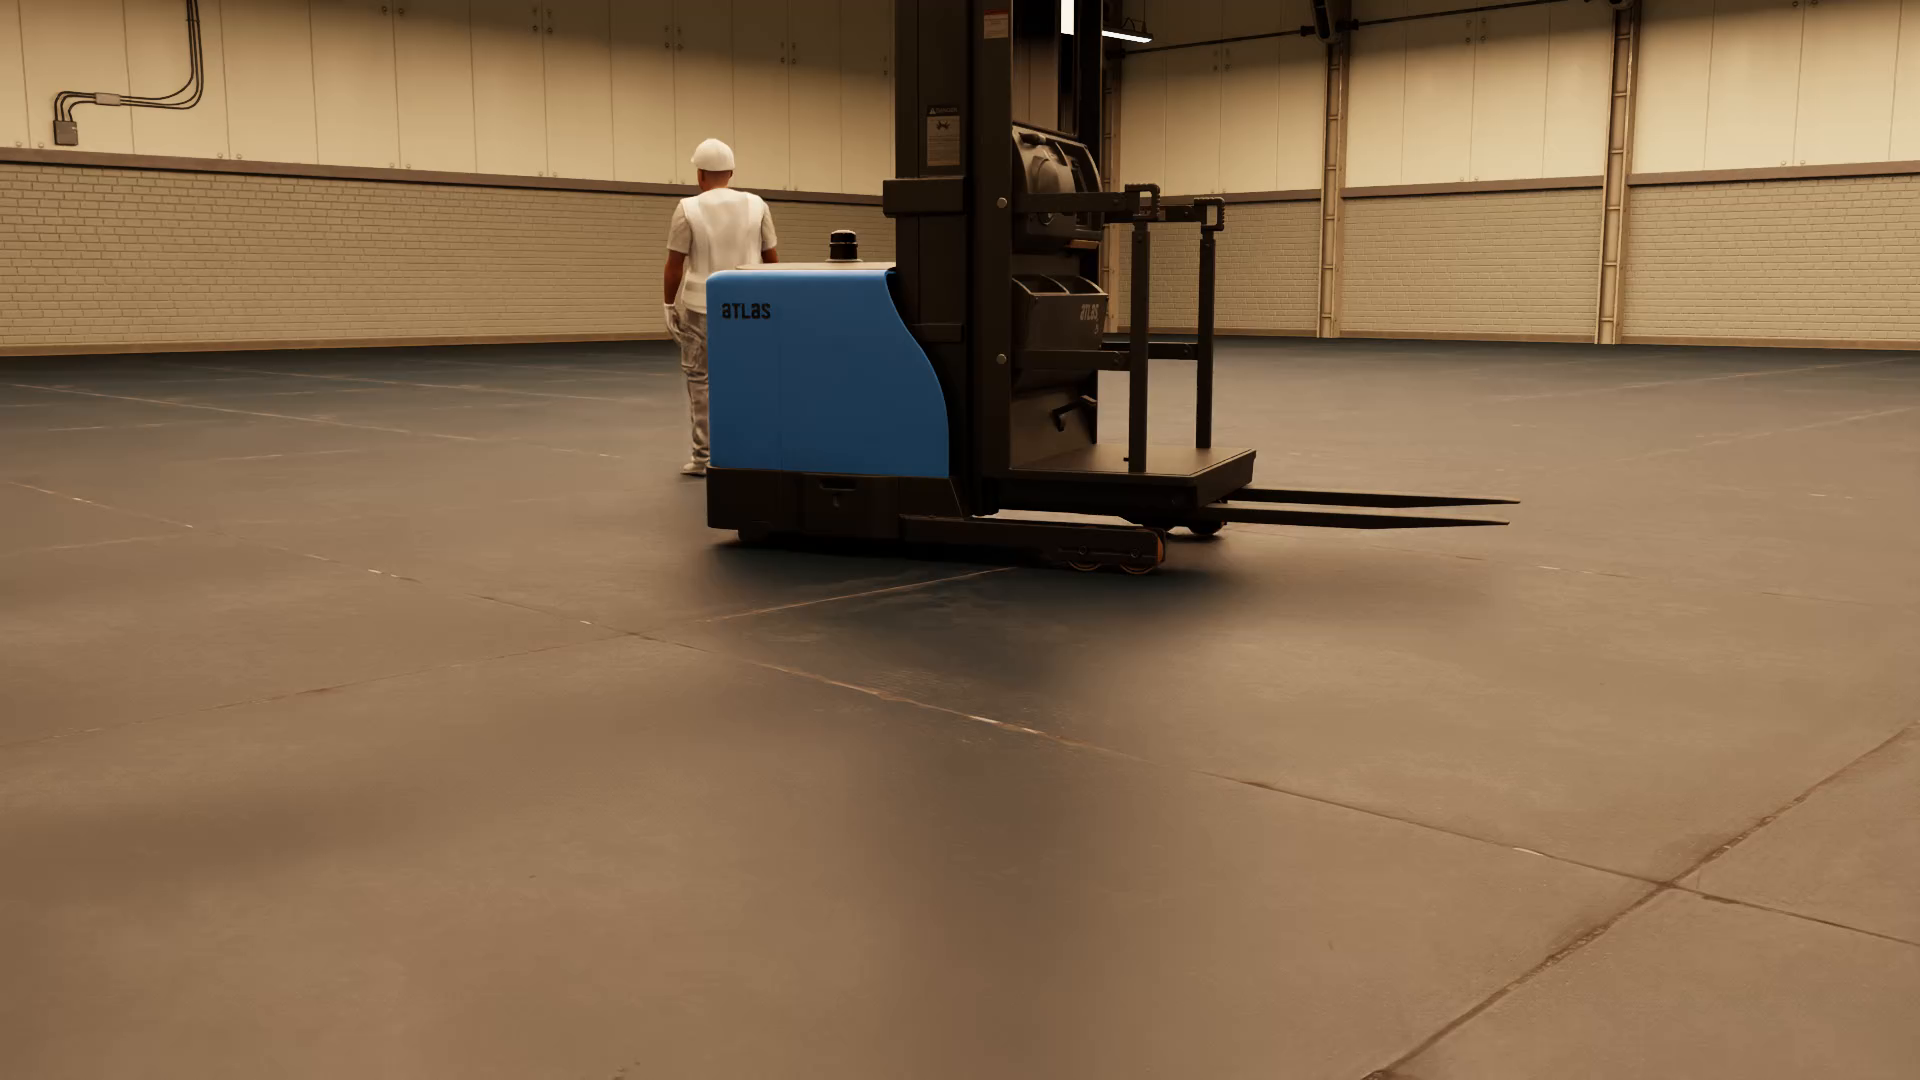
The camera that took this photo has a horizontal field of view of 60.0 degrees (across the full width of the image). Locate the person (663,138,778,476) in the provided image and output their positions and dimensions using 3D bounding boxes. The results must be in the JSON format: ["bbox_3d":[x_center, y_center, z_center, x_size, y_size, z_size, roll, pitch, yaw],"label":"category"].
[{"bbox_3d":[-1.296,-1.235,8.954,0.650,1.795,0.503,-4,9,-25],"label":"person"}]

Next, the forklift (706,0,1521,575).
[{"bbox_3d":[0.565,-1.416,6.275,3.031,2.935,1.130,3,9,22],"label":"forklift"}]
